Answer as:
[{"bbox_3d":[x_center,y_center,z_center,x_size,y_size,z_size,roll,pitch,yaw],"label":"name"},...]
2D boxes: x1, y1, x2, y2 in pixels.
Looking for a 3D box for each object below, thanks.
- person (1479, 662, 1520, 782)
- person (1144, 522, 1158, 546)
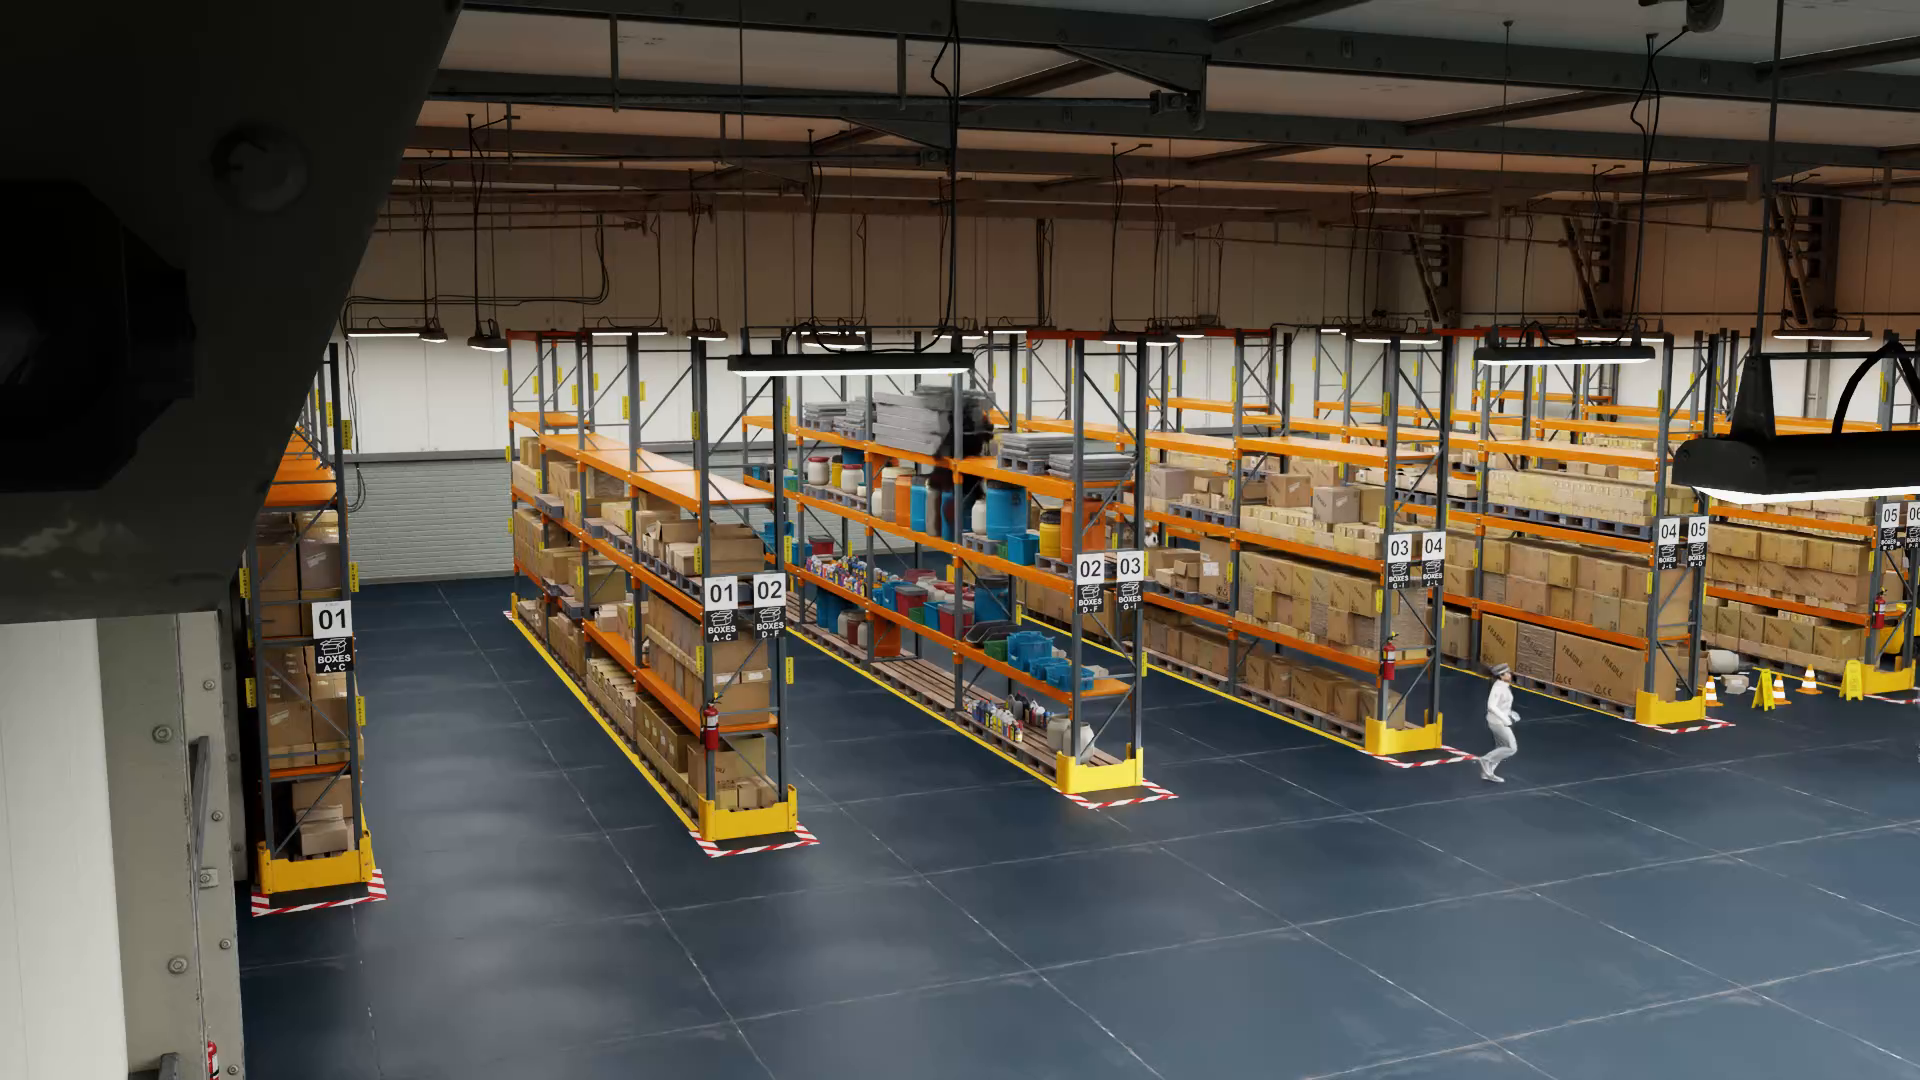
[{"bbox_3d":[7.322,2.469,22.540,0.516,1.661,0.587,3,8,18],"label":"person"},{"bbox_3d":[4.230,0.416,37.546,0.582,1.700,0.650,-2,8,-11],"label":"person"}]
